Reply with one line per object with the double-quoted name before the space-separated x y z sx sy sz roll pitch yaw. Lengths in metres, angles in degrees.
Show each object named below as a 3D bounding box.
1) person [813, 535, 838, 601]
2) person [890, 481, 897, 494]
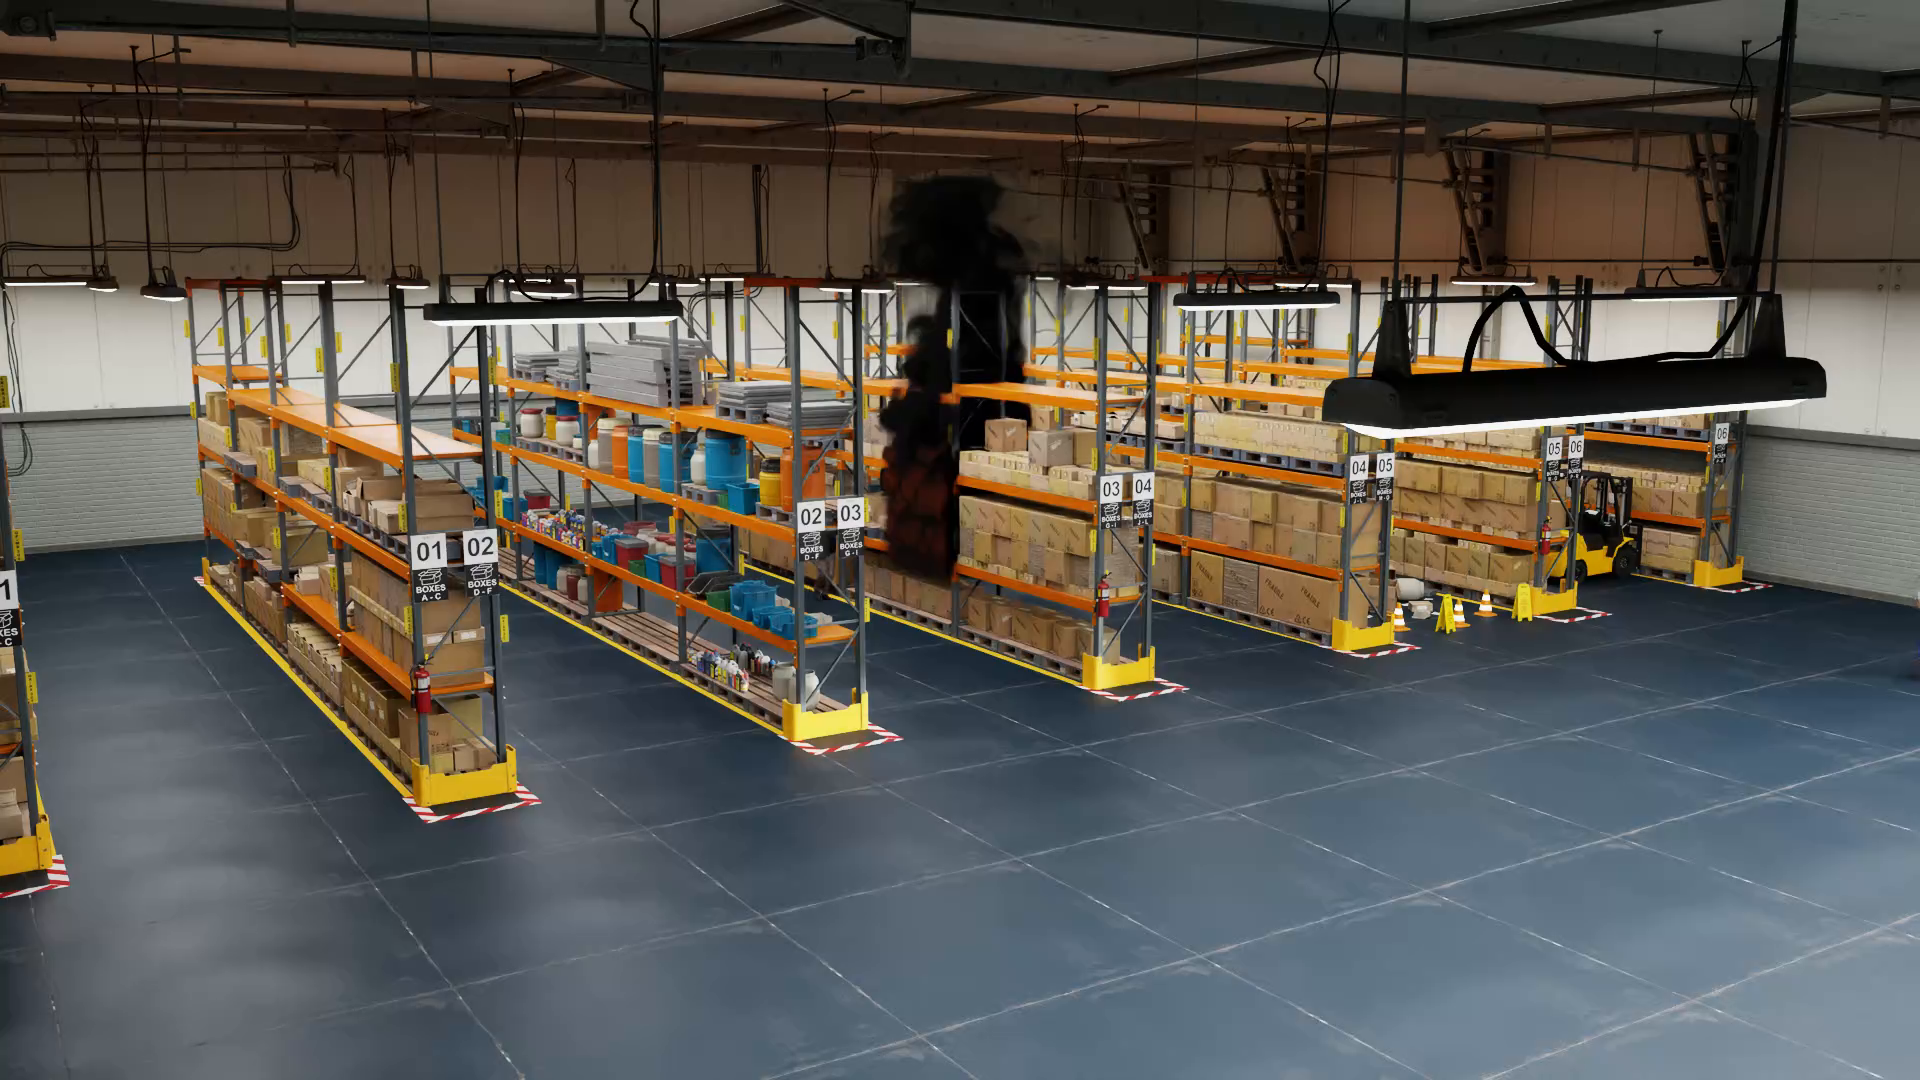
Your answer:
"person" -2.392 0.262 29.689 0.654 1.714 0.560 -6 11 -33
"person" -1.569 -1.441 42.114 0.475 1.535 0.579 2 10 11
